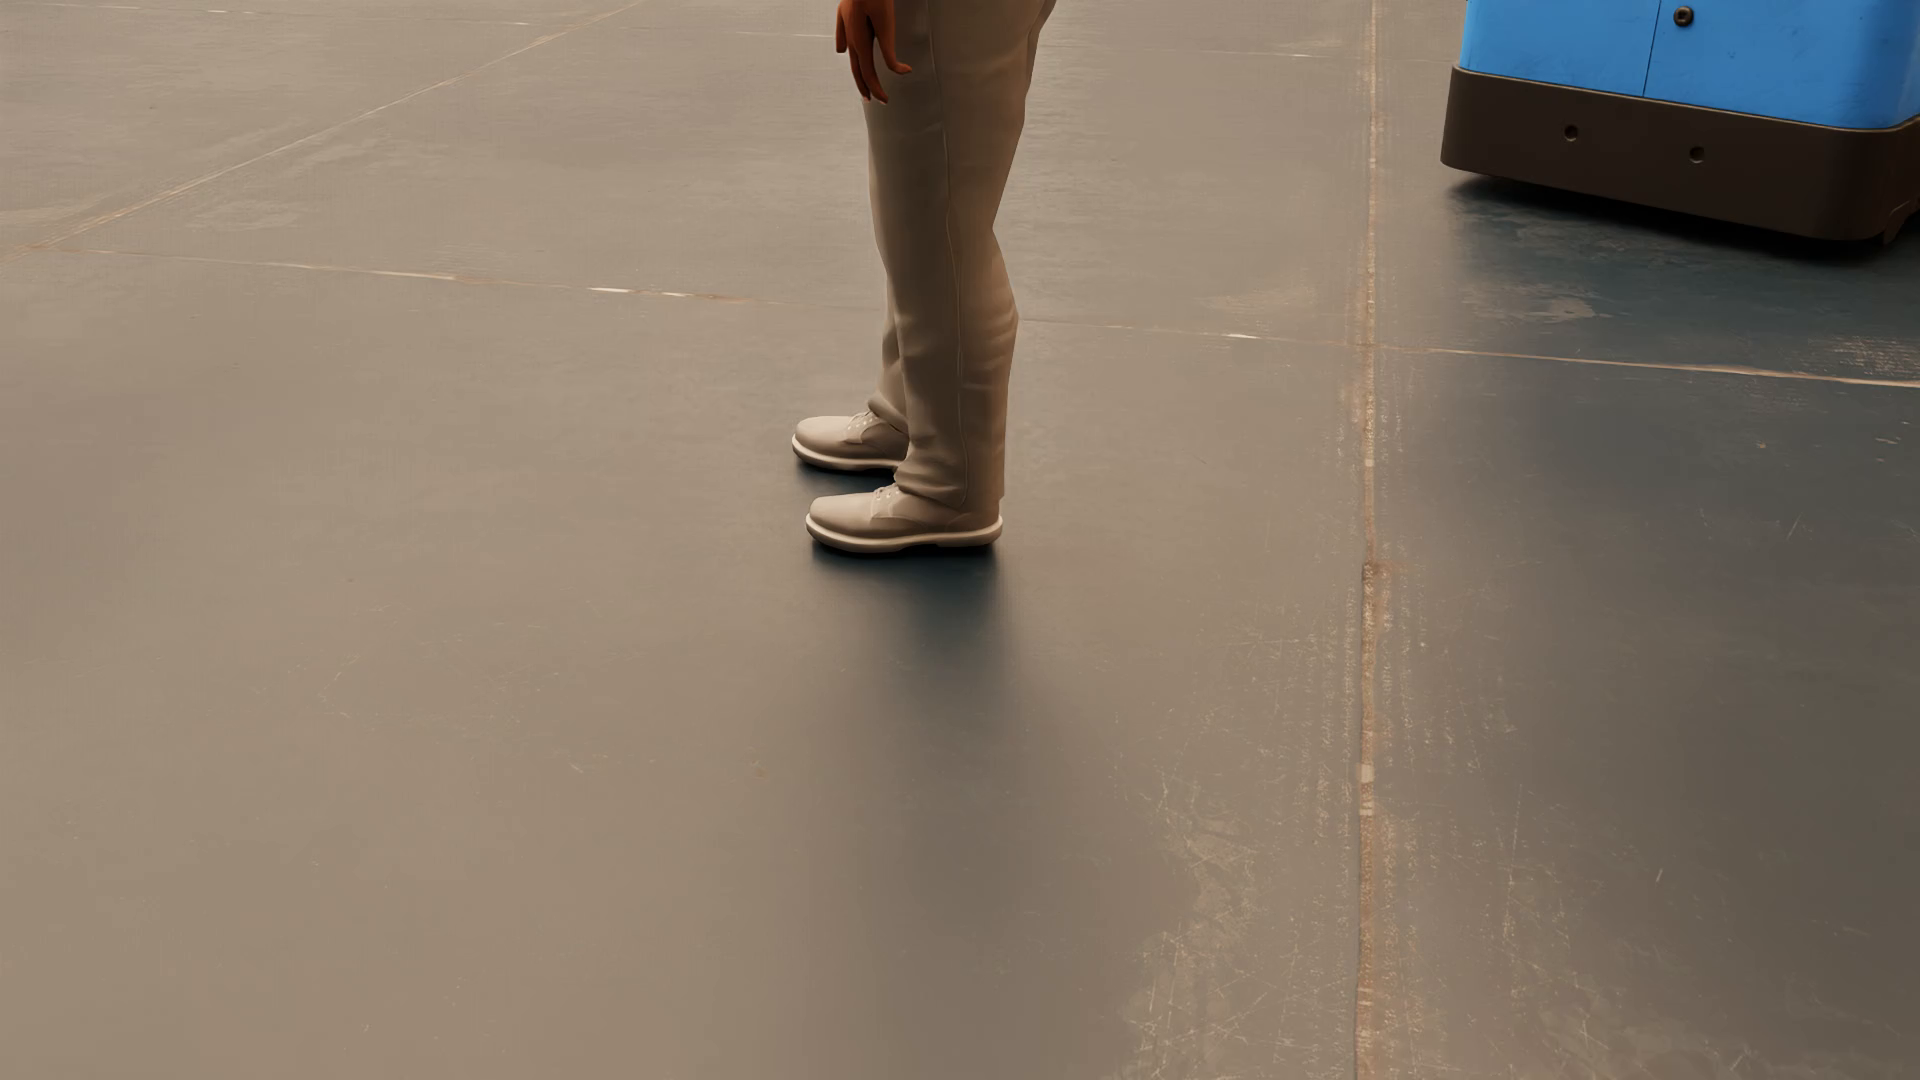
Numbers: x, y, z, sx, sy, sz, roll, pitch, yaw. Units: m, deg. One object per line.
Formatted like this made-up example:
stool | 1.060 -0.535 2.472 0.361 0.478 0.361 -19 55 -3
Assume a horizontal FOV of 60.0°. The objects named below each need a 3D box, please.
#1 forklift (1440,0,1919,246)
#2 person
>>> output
forklift | 2.621 -2.530 4.261 1.130 2.935 3.031 24 35 39
person | -0.069 -0.778 2.148 0.528 1.693 0.569 6 27 11
